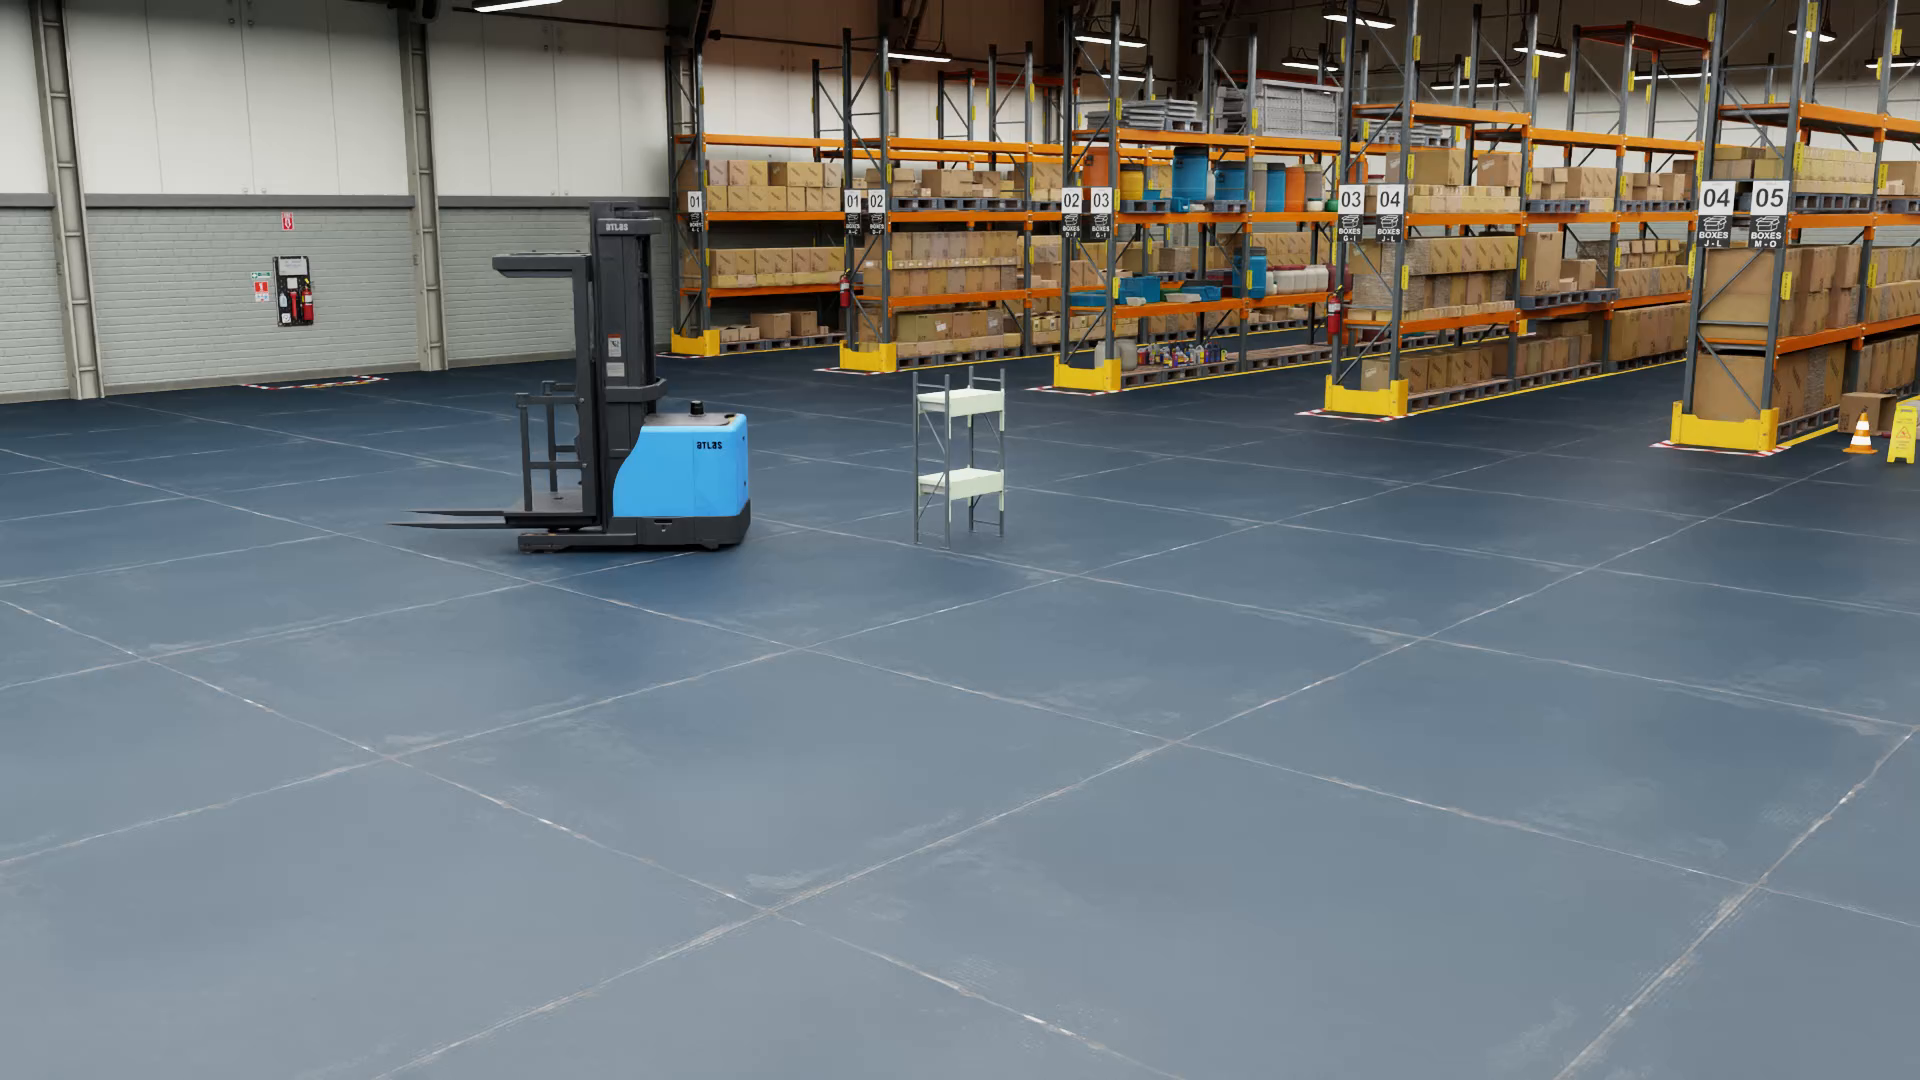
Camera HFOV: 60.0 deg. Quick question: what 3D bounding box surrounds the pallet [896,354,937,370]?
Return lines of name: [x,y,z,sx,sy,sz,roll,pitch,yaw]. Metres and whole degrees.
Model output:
pallet: [-1.188,-3.331,30.848,1.003,0.211,1.213,10,15,40]

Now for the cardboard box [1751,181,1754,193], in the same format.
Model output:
cardboard box: [9.738,-4.413,20.803,0.380,0.149,0.250,10,15,41]

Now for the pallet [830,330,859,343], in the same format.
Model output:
pallet: [-2.231,-4.556,36.982,1.003,0.211,1.213,10,15,40]

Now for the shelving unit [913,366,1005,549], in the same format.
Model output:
shelving unit: [-0.004,-0.734,14.559,0.431,1.500,0.755,10,15,40]

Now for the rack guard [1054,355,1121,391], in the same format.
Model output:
rack guard: [2.072,-2.731,27.106,1.175,0.500,0.348,10,15,40]

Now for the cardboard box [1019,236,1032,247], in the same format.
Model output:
cardboard box: [1.403,-7.232,40.282,0.500,0.250,0.500,9,15,39]

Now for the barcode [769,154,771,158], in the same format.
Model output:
barcode: [-3.985,-8.062,34.909,0.001,0.075,0.075,10,15,40]

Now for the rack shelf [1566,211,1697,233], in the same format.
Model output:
rack shelf: [12.379,-5.888,30.712,1.077,0.370,4.000,10,15,40]

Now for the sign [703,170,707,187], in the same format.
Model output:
sign: [-4.977,-7.049,32.458,0.100,0.325,0.005,10,15,40]

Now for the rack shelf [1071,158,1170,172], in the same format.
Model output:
rack shelf: [3.857,-9.673,43.023,1.077,0.370,4.000,10,15,40]

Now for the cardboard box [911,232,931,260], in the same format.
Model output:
cardboard box: [-0.965,-5.418,30.613,0.700,0.500,0.500,9,15,39]

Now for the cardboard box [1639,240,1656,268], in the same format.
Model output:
cardboard box: [12.424,-5.317,30.858,0.797,0.503,0.637,10,15,42]

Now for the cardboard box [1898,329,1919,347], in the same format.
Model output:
cardboard box: [15.355,-3.238,26.658,0.500,0.250,0.500,9,14,38]

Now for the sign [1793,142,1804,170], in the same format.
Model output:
sign: [9.850,-4.508,19.533,0.100,0.325,0.005,10,15,40]

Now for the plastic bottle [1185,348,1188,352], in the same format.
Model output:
plastic bottle: [3.959,-3.194,28.856,0.061,0.283,0.133,10,15,40]

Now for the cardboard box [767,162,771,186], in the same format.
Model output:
cardboard box: [-4.265,-7.562,34.395,0.500,0.500,0.500,10,15,40]

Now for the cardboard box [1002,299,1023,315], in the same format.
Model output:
cardboard box: [1.063,-5.768,40.348,0.750,0.750,0.750,10,15,40]

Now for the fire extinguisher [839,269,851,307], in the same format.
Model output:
fire extinguisher: [-2.088,-4.585,30.205,0.296,0.674,0.183,10,15,40]

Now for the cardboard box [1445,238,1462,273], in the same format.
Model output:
cardboard box: [7.010,-4.176,24.394,0.500,0.500,0.500,10,15,40]

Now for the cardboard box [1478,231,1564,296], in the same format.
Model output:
cardboard box: [9.048,-4.486,26.910,1.000,1.000,1.000,10,15,41]

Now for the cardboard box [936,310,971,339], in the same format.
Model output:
cardboard box: [-0.148,-4.076,31.493,0.500,0.500,0.500,10,15,40]

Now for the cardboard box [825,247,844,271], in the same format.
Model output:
cardboard box: [-2.824,-6.003,35.525,0.500,0.500,0.500,10,15,40]

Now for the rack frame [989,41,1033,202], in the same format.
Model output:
rack frame: [0.980,-8.111,32.343,1.000,3.000,0.127,10,15,40]

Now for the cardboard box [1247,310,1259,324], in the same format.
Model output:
cardboard box: [6.700,-5.277,39.213,0.500,0.311,0.500,10,15,40]

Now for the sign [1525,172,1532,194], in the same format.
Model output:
sign: [8.831,-5.543,25.825,0.100,0.325,0.005,10,15,40]

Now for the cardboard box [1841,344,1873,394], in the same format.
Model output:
cardboard box: [12.420,-2.437,23.925,1.050,0.750,0.750,10,15,40]

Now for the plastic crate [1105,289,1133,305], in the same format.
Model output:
plastic crate: [2.596,-4.073,27.827,0.499,0.251,0.408,10,15,40]

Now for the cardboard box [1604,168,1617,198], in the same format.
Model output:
cardboard box: [10.932,-6.138,28.596,0.500,0.500,0.500,10,15,42]

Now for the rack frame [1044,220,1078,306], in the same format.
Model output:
rack frame: [2.537,-6.986,42.028,1.000,3.000,0.127,10,15,40]

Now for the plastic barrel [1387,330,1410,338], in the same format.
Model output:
plastic barrel: [9.139,-4.700,34.868,0.600,0.901,0.708,10,15,40]

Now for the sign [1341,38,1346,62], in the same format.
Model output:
sign: [5.374,-6.851,23.249,0.100,0.325,0.005,10,15,40]

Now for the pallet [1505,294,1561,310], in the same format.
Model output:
pallet: [9.032,-3.887,27.003,1.003,0.211,1.213,10,15,40]

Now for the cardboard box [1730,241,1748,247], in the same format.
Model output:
cardboard box: [16.215,-5.987,34.738,0.500,0.500,0.500,10,15,41]

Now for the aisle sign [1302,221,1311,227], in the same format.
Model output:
aisle sign: [8.725,-8.257,41.756,0.394,0.787,0.004,10,15,40]

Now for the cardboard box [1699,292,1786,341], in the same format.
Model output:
cardboard box: [9.648,-2.777,20.572,0.875,0.550,0.550,10,15,40]

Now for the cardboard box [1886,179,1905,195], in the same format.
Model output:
cardboard box: [13.472,-5.139,24.140,0.396,0.266,0.258,10,15,40]

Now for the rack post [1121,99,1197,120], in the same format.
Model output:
rack post: [3.313,-7.133,27.642,0.937,0.300,0.954,9,15,39]

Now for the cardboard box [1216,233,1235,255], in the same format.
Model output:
cardboard box: [6.400,-6.993,39.256,0.500,0.500,0.500,10,15,41]

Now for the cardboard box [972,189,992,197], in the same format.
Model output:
cardboard box: [0.389,-6.578,31.541,0.380,0.149,0.250,10,15,40]

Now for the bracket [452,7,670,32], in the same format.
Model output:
bracket: [-7.291,-9.653,30.878,0.076,0.066,4.783,10,15,40]

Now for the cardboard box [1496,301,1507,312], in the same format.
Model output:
cardboard box: [8.325,-3.659,26.013,0.380,0.149,0.250,10,15,40]

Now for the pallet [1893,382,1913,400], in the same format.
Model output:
pallet: [14.141,-2.346,25.918,1.003,0.211,1.213,10,15,40]

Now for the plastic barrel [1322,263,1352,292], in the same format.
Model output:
plastic barrel: [7.260,-5.075,32.117,0.600,0.536,0.708,10,15,40]

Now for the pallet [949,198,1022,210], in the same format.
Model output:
pallet: [0.436,-6.467,32.001,1.003,0.211,1.213,10,15,40]

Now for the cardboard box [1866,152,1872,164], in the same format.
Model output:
cardboard box: [11.908,-5.093,22.170,0.380,0.149,0.250,10,15,40]

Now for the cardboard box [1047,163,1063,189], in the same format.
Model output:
cardboard box: [1.775,-7.312,33.400,0.500,0.500,0.500,-10,15,-42]

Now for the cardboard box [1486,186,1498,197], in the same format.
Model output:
cardboard box: [7.912,-5.275,25.172,0.380,0.149,0.250,9,15,39]

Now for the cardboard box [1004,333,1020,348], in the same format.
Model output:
cardboard box: [0.838,-3.930,32.676,0.500,0.250,0.500,10,15,40]

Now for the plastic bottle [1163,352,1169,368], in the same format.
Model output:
plastic bottle: [3.488,-3.043,28.133,0.097,0.271,0.097,0,11,0]

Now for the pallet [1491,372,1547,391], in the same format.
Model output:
pallet: [8.931,-2.635,27.363,1.003,0.211,1.213,10,15,40]

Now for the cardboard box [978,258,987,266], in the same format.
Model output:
cardboard box: [0.288,-5.319,31.770,0.380,0.149,0.250,10,15,40]

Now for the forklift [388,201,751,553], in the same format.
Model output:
forklift: [-3.405,-1.429,14.384,3.031,2.935,1.130,0,11,-1]

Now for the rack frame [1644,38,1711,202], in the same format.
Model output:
rack frame: [13.699,-8.006,31.821,1.000,3.000,0.127,10,15,40]

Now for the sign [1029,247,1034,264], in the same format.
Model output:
sign: [1.397,-5.560,32.480,0.100,0.325,0.005,10,15,40]

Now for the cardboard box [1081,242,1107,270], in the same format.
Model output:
cardboard box: [3.393,-7.317,42.921,0.980,0.700,0.700,9,15,39]

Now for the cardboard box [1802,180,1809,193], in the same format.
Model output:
cardboard box: [10.072,-4.292,20.197,0.380,0.149,0.250,10,15,41]

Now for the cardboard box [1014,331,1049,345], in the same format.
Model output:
cardboard box: [1.432,-4.054,33.296,0.500,0.250,0.500,9,15,39]

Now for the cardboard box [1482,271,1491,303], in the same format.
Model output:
cardboard box: [7.718,-3.955,25.839,0.875,0.500,0.500,10,15,40]
